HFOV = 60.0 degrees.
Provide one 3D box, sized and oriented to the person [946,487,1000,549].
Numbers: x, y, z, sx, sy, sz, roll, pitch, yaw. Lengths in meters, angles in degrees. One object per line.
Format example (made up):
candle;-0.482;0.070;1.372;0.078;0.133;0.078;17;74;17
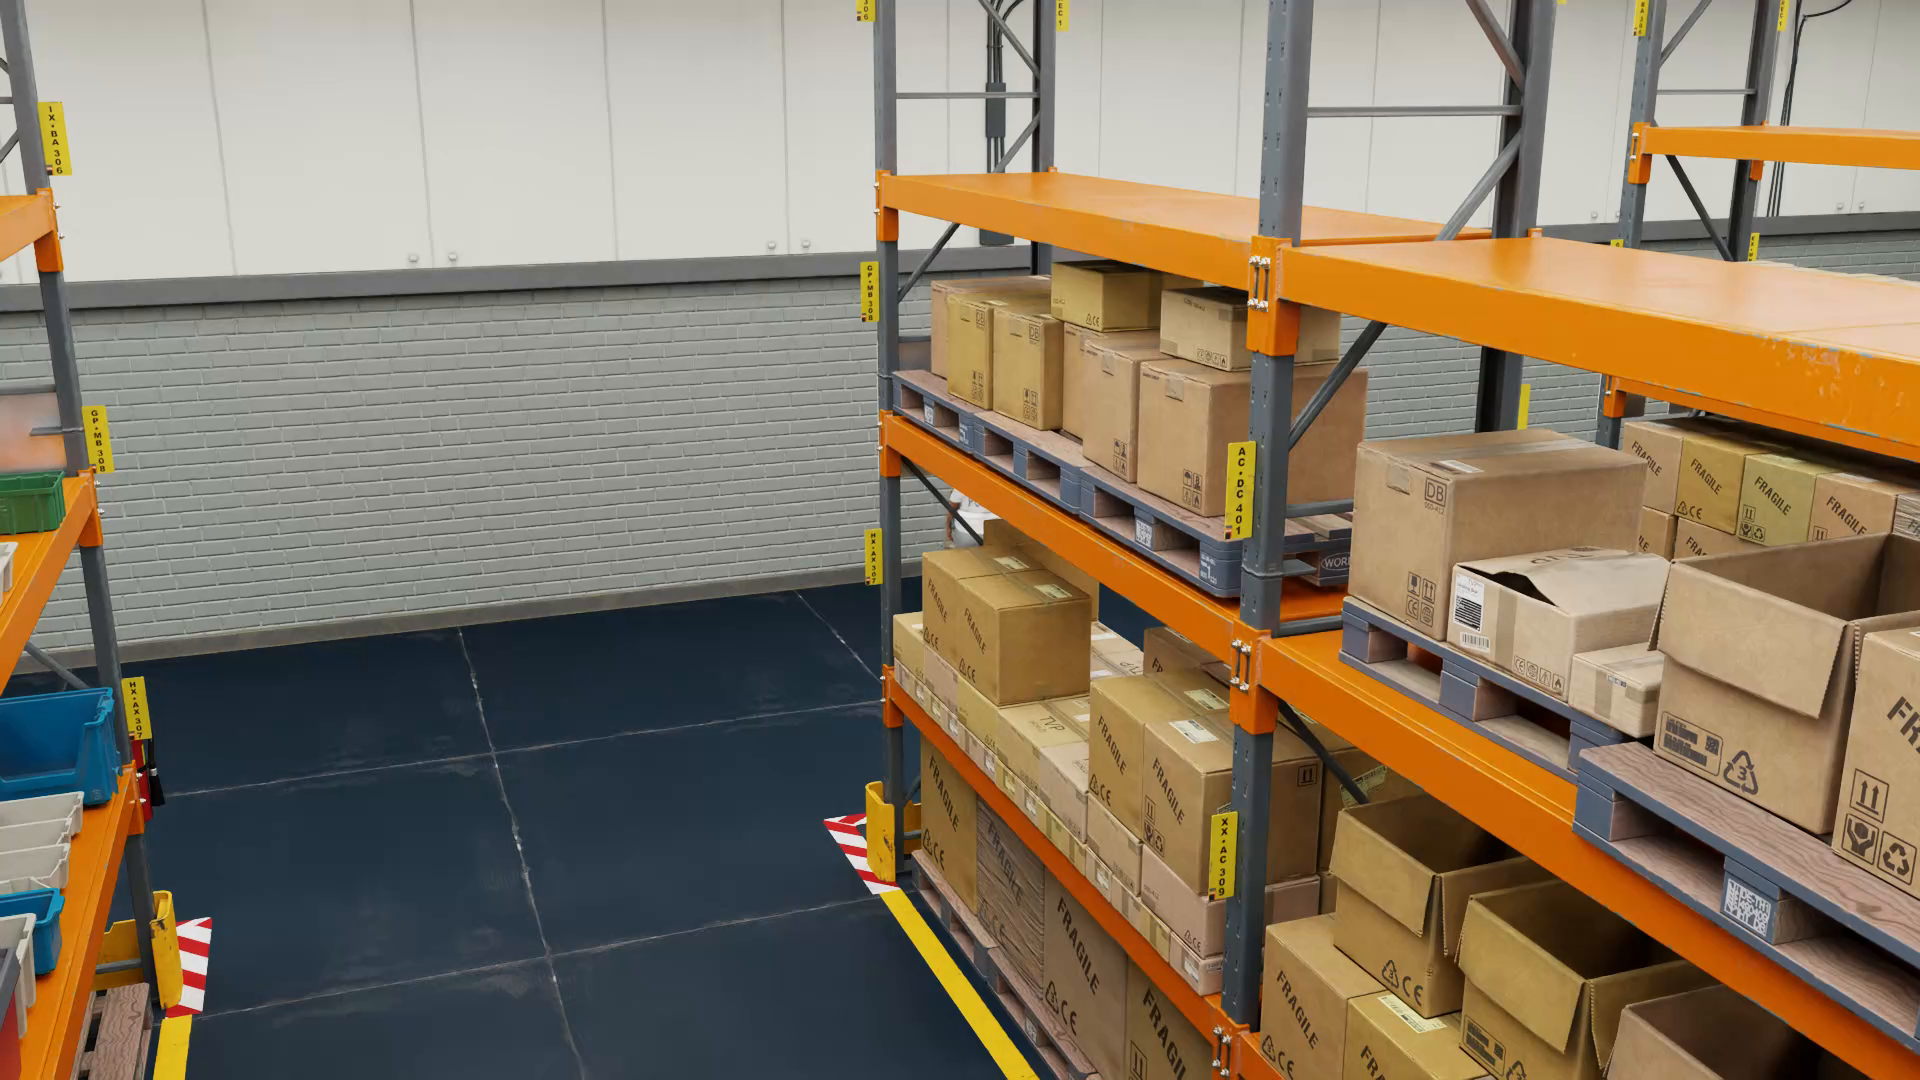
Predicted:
person;0.133;-0.102;14.348;0.575;1.670;0.523;-6;17;-20
